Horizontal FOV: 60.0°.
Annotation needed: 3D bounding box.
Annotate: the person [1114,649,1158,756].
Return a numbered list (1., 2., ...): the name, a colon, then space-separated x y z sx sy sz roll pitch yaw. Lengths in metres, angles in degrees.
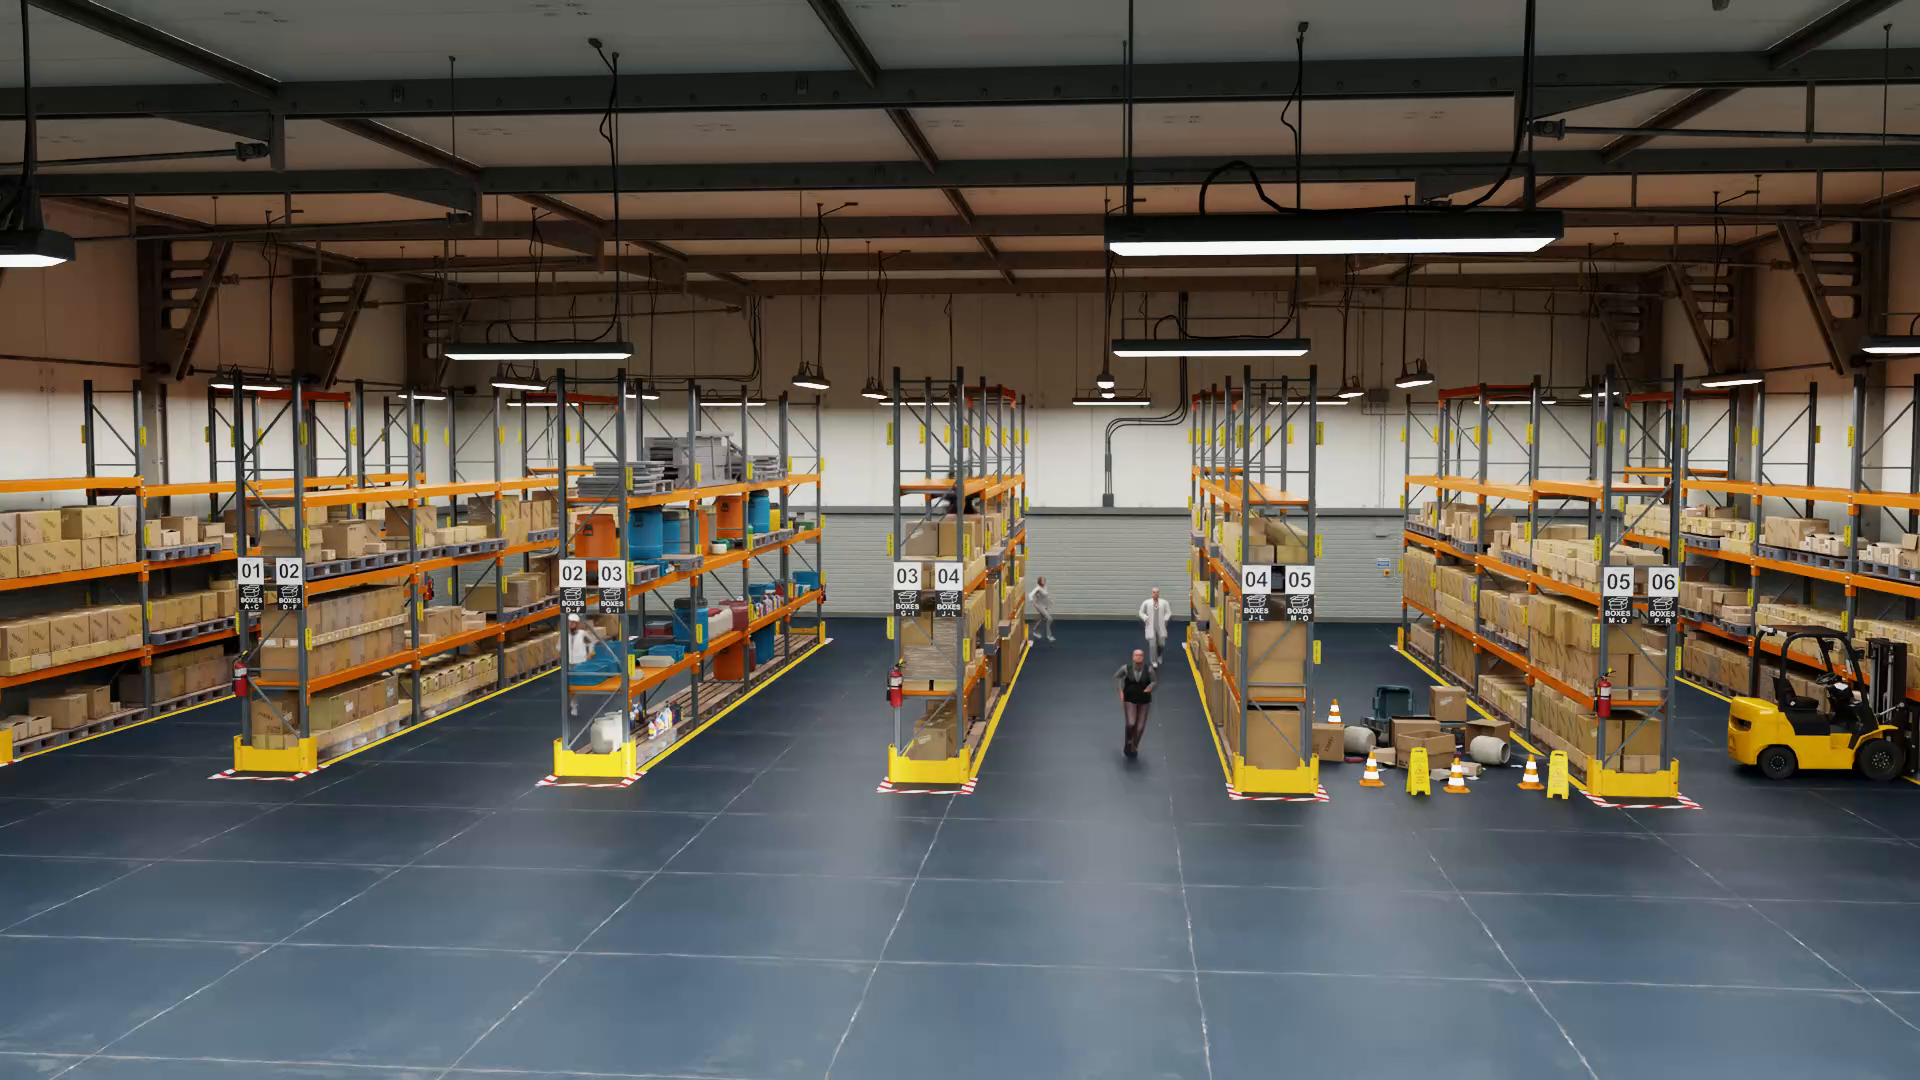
1. person: 2.754 2.536 25.886 0.653 1.678 0.695 0 4 -4

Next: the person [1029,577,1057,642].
1. person: 2.002 1.689 40.691 0.709 1.609 0.609 2 4 30

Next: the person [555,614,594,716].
1. person: -6.995 2.240 30.157 0.676 1.802 0.854 0 4 -1

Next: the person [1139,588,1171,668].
1. person: 4.233 1.897 36.007 0.704 1.727 0.661 0 4 1
